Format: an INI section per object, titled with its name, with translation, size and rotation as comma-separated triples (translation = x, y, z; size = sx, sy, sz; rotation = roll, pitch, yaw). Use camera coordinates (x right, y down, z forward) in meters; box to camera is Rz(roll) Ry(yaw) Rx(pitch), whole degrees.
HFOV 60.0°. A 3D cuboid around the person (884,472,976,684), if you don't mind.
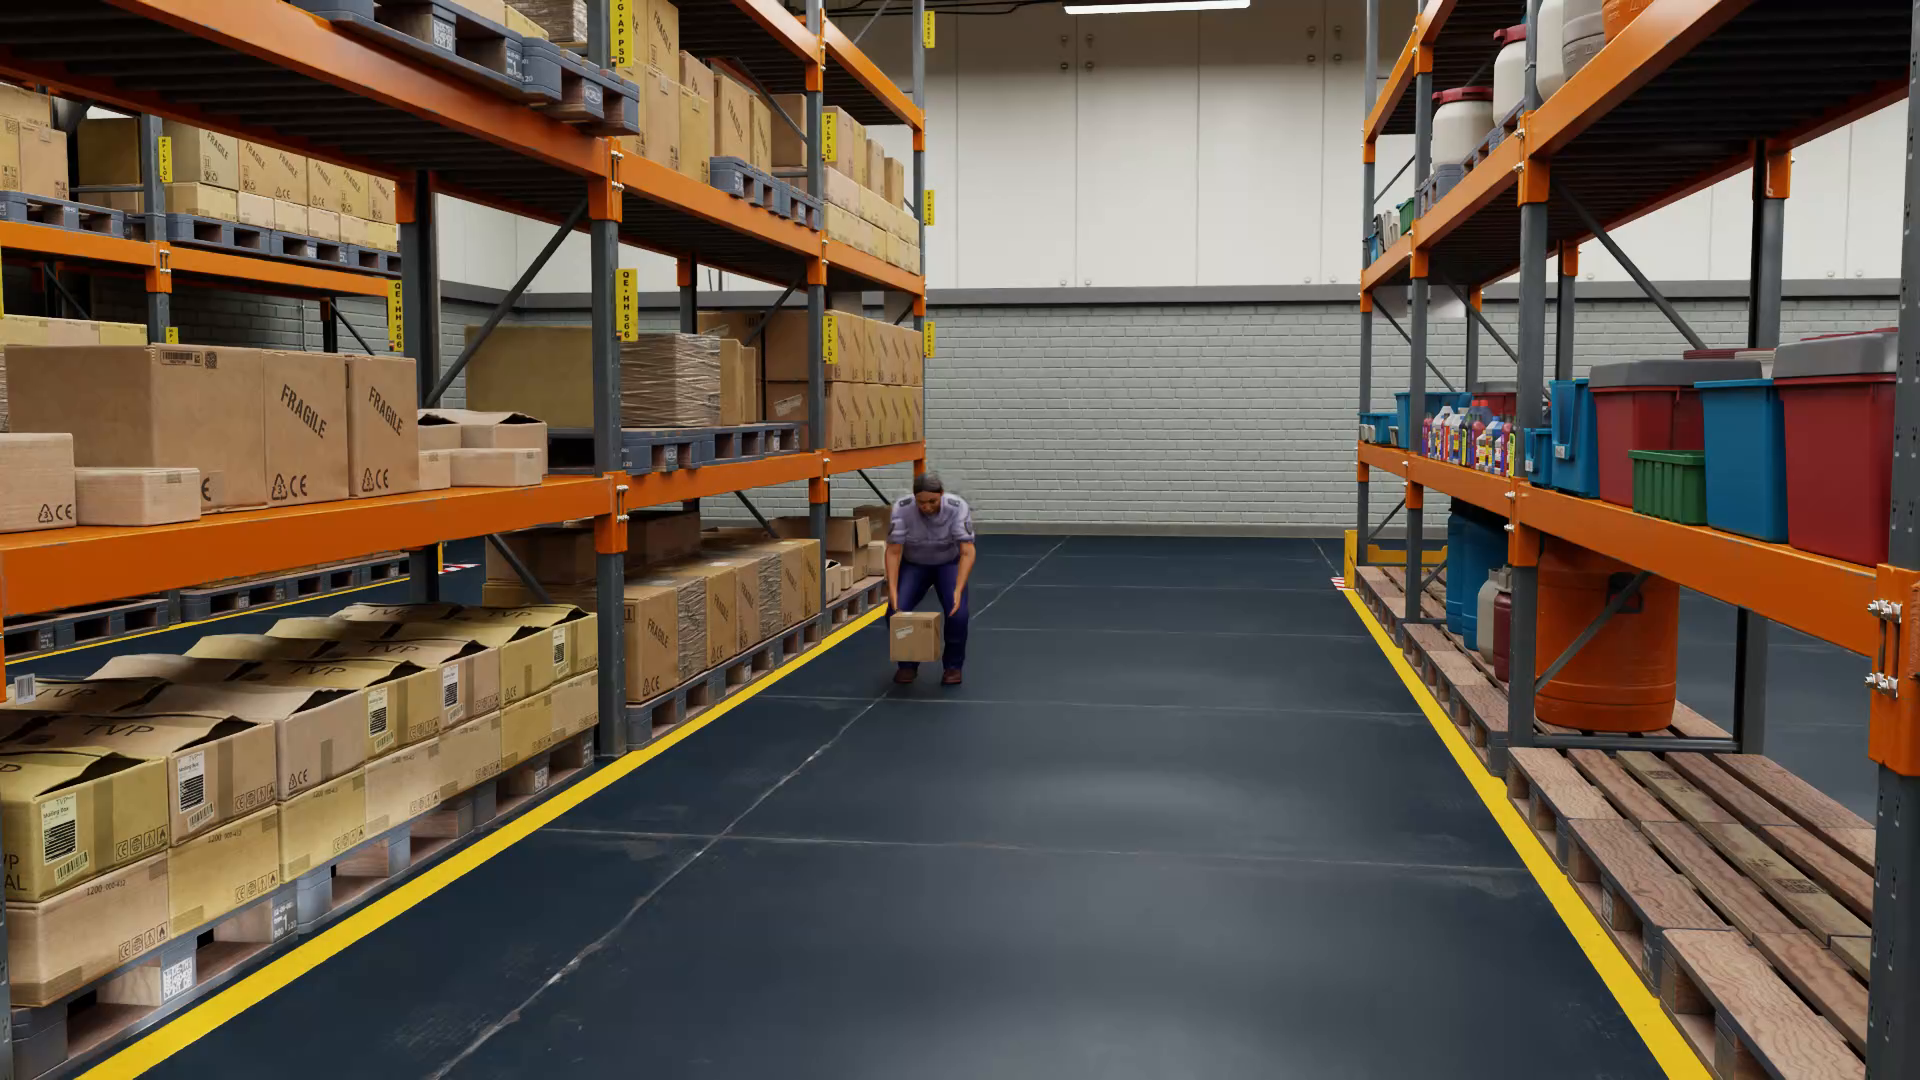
[person]
translation = -0.156, 0.217, 9.784
size = 0.538, 1.258, 0.715
rotation = 1, 5, 9
